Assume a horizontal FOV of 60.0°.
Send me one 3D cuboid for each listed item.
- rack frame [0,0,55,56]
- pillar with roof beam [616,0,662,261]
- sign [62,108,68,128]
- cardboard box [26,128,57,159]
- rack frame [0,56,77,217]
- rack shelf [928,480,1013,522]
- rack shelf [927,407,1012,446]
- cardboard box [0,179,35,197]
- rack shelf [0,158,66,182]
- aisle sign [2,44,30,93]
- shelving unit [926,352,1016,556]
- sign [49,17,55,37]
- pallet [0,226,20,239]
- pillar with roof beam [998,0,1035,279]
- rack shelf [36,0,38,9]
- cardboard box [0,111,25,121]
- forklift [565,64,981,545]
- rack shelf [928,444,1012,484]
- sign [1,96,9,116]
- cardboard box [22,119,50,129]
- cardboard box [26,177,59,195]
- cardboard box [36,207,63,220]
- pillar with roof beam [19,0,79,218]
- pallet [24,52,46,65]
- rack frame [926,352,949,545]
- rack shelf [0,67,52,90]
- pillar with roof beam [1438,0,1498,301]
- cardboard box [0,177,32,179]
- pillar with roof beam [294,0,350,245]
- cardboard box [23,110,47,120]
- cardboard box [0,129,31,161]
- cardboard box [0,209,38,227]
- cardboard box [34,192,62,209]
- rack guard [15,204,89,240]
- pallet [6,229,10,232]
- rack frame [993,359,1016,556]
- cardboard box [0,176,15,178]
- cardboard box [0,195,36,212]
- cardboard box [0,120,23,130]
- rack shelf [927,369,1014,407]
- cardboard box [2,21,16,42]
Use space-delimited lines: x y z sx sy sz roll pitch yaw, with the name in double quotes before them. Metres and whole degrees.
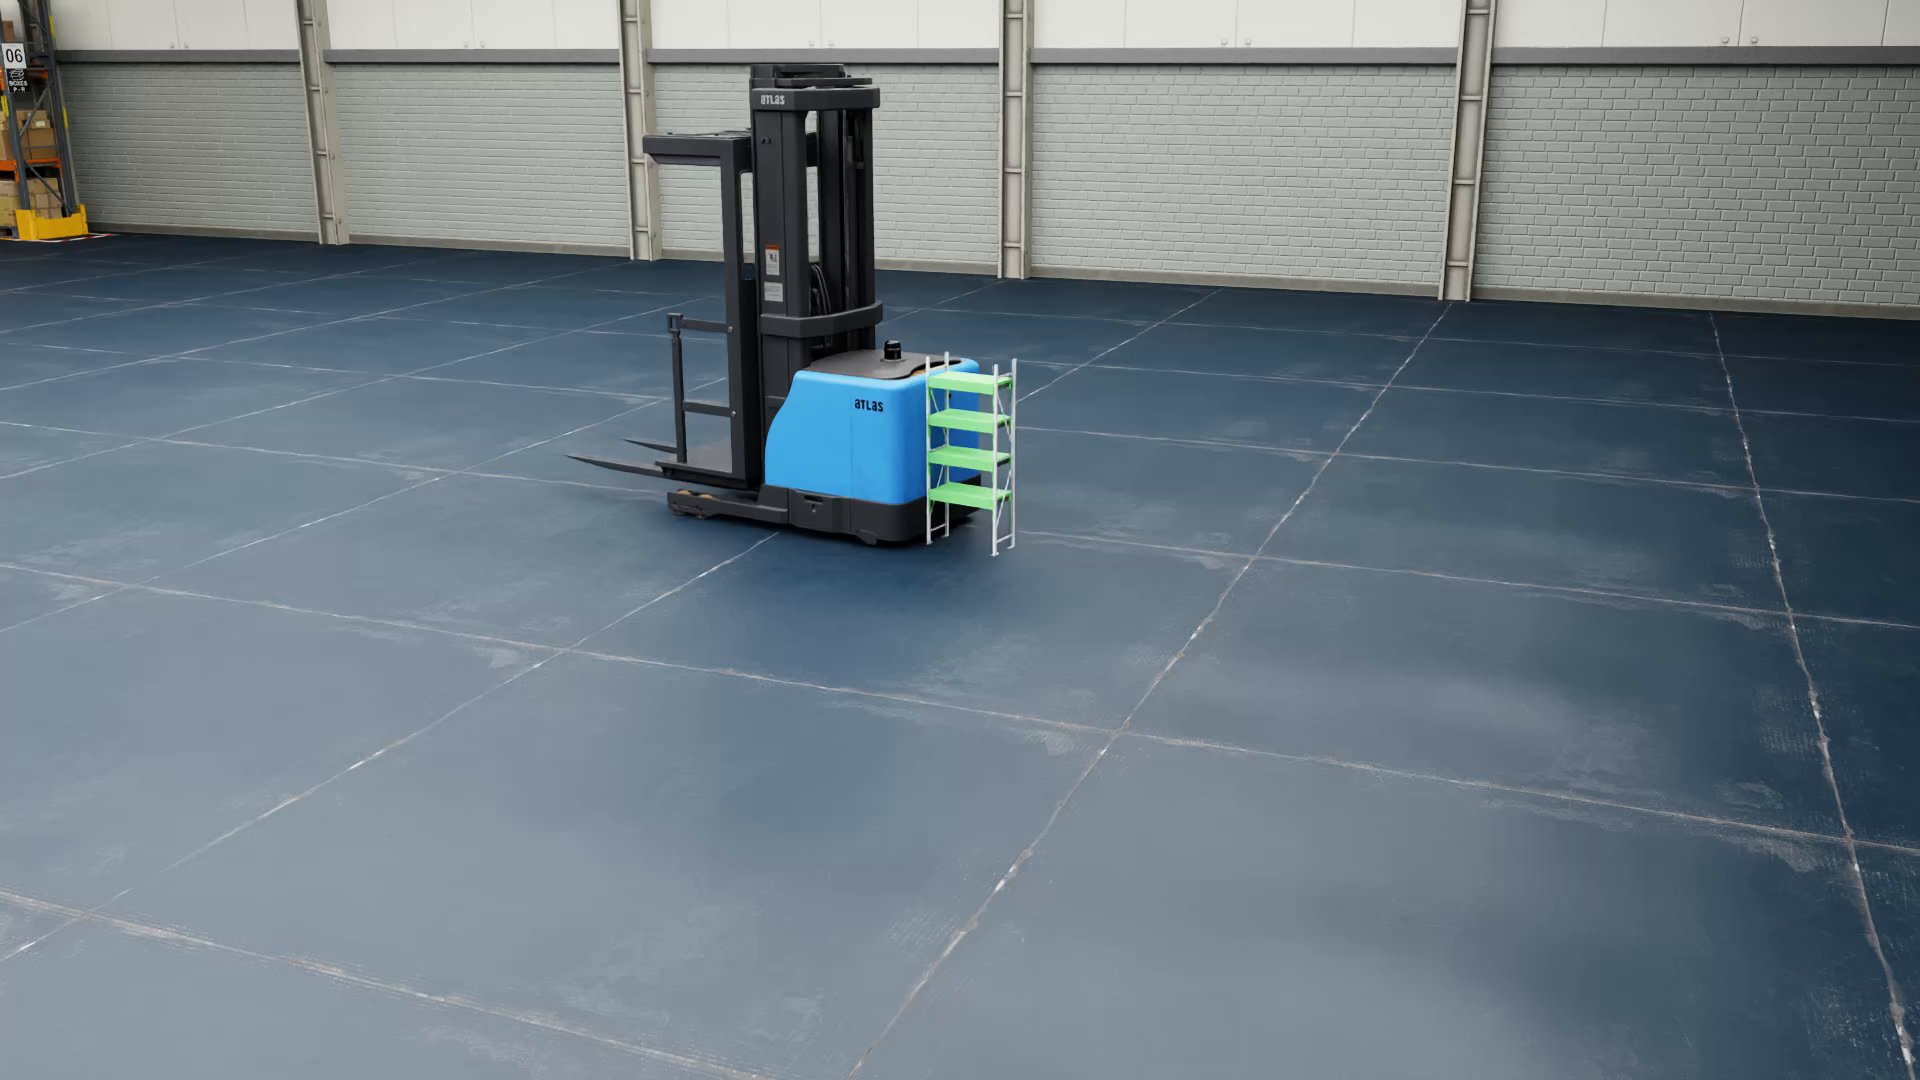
"rack frame" -15.660 -9.564 27.476 0.127 3.000 1.000 6 17 21
"pillar with roof beam" -6.393 -7.524 20.452 0.400 9.000 9.100 6 17 21
"sign" -15.450 -7.280 28.674 0.005 0.325 0.100 6 17 21
"cardboard box" -16.019 -6.853 28.721 0.500 0.500 0.500 7 18 22
"rack frame" -15.660 -6.683 28.312 0.127 3.000 1.000 6 17 21
"rack shelf" 0.067 -0.248 10.467 0.480 0.148 0.258 10 19 30
"rack shelf" 0.067 -0.709 10.333 0.480 0.148 0.258 10 19 30
"cardboard box" -16.202 -6.010 28.381 0.500 0.250 0.500 7 18 22
"rack shelf" -17.520 -6.542 29.117 4.000 0.370 1.077 6 17 21
"aisle sign" -15.706 -7.848 27.664 0.004 0.787 0.394 6 17 21
"shelving unit" 0.067 -0.540 10.382 0.503 1.200 0.258 10 19 30
"sign" -15.450 -8.724 28.255 0.005 0.325 0.100 6 17 21
"pallet" -16.386 -5.411 28.933 1.213 0.211 1.003 6 17 21
"pillar with roof beam" -0.812 -6.911 18.338 0.400 9.000 9.100 6 17 21
"rack shelf" -17.520 -9.231 28.336 4.000 0.370 1.077 6 17 21
"cardboard box" -16.070 -7.167 28.104 0.250 0.149 0.380 6 17 21
"forklift" -1.382 -1.662 11.141 3.031 2.935 1.130 10 19 30
"rack shelf" 0.067 -0.479 10.400 0.480 0.148 0.258 10 19 30
"sign" -15.872 -7.213 27.638 0.005 0.325 0.100 6 17 21
"cardboard box" -15.880 -7.144 28.559 0.250 0.149 0.380 6 17 19
"cardboard box" -16.037 -6.142 28.836 0.500 0.250 0.500 6 17 20
"cardboard box" -16.045 -5.665 28.985 0.500 0.250 0.500 6 17 21
"pillar with roof beam" -17.556 -8.752 24.680 0.400 9.000 9.100 6 17 21
"pallet" -16.308 -8.160 28.178 1.213 0.211 1.003 6 17 21
"rack frame" -0.141 -0.576 10.505 0.015 1.200 0.240 10 19 30
"rack shelf" -17.520 -7.982 28.699 4.000 0.370 1.077 6 17 21
"pillar with roof beam" 4.770 -6.297 16.223 0.400 9.000 9.100 6 17 21
"cardboard box" -16.503 -6.192 29.009 0.500 0.250 0.500 6 17 21
"pillar with roof beam" -11.975 -8.138 22.566 0.400 9.000 9.100 6 17 21
"cardboard box" -15.894 -7.275 28.475 0.250 0.149 0.380 6 17 20
"cardboard box" -16.214 -6.713 28.237 0.500 0.500 0.500 6 17 19
"cardboard box" -16.213 -5.530 28.520 0.500 0.250 0.500 6 17 21
"cardboard box" -16.021 -5.906 28.918 0.500 0.250 0.500 7 17 22
"rack guard" -15.637 -5.480 28.652 0.348 0.500 1.175 6 17 21
"pallet" -17.517 -5.536 29.364 1.213 0.211 1.003 6 17 21
"rack frame" 0.274 -0.504 10.259 0.015 1.200 0.240 10 19 30
"cardboard box" -16.965 -6.246 29.195 0.500 0.250 0.500 6 17 20
"cardboard box" -16.227 -5.773 28.459 0.500 0.250 0.500 6 17 20
"cardboard box" -16.085 -7.005 28.080 0.250 0.149 0.380 7 17 21
"rack shelf" 0.067 -0.940 10.266 0.480 0.148 0.258 10 19 30
"cardboard box" -16.161 -8.403 27.746 0.500 0.500 0.500 7 18 22
